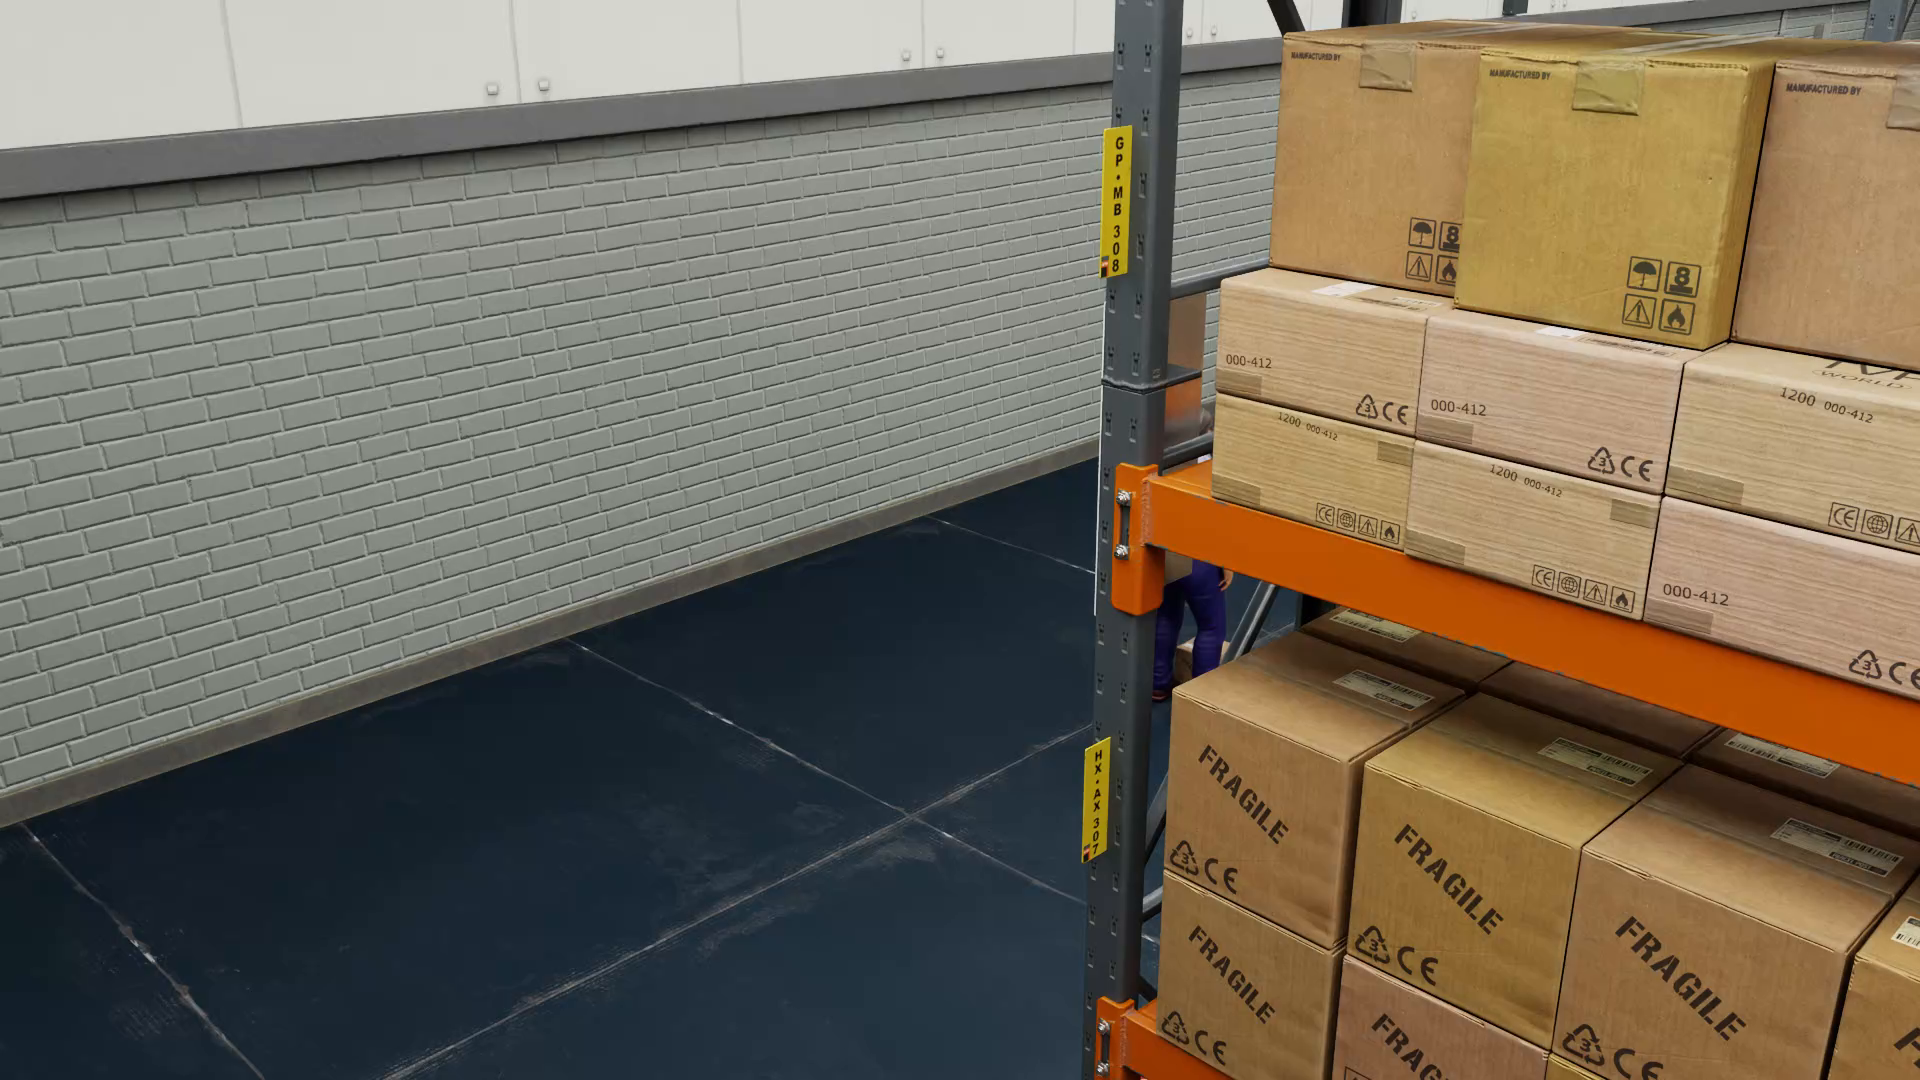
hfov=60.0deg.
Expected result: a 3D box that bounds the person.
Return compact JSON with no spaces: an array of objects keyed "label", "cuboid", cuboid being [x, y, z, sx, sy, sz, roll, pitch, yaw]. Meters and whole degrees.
[{"label":"person","cuboid":[1.211,0.119,8.797,0.557,1.636,0.372,17,27,38]}]
